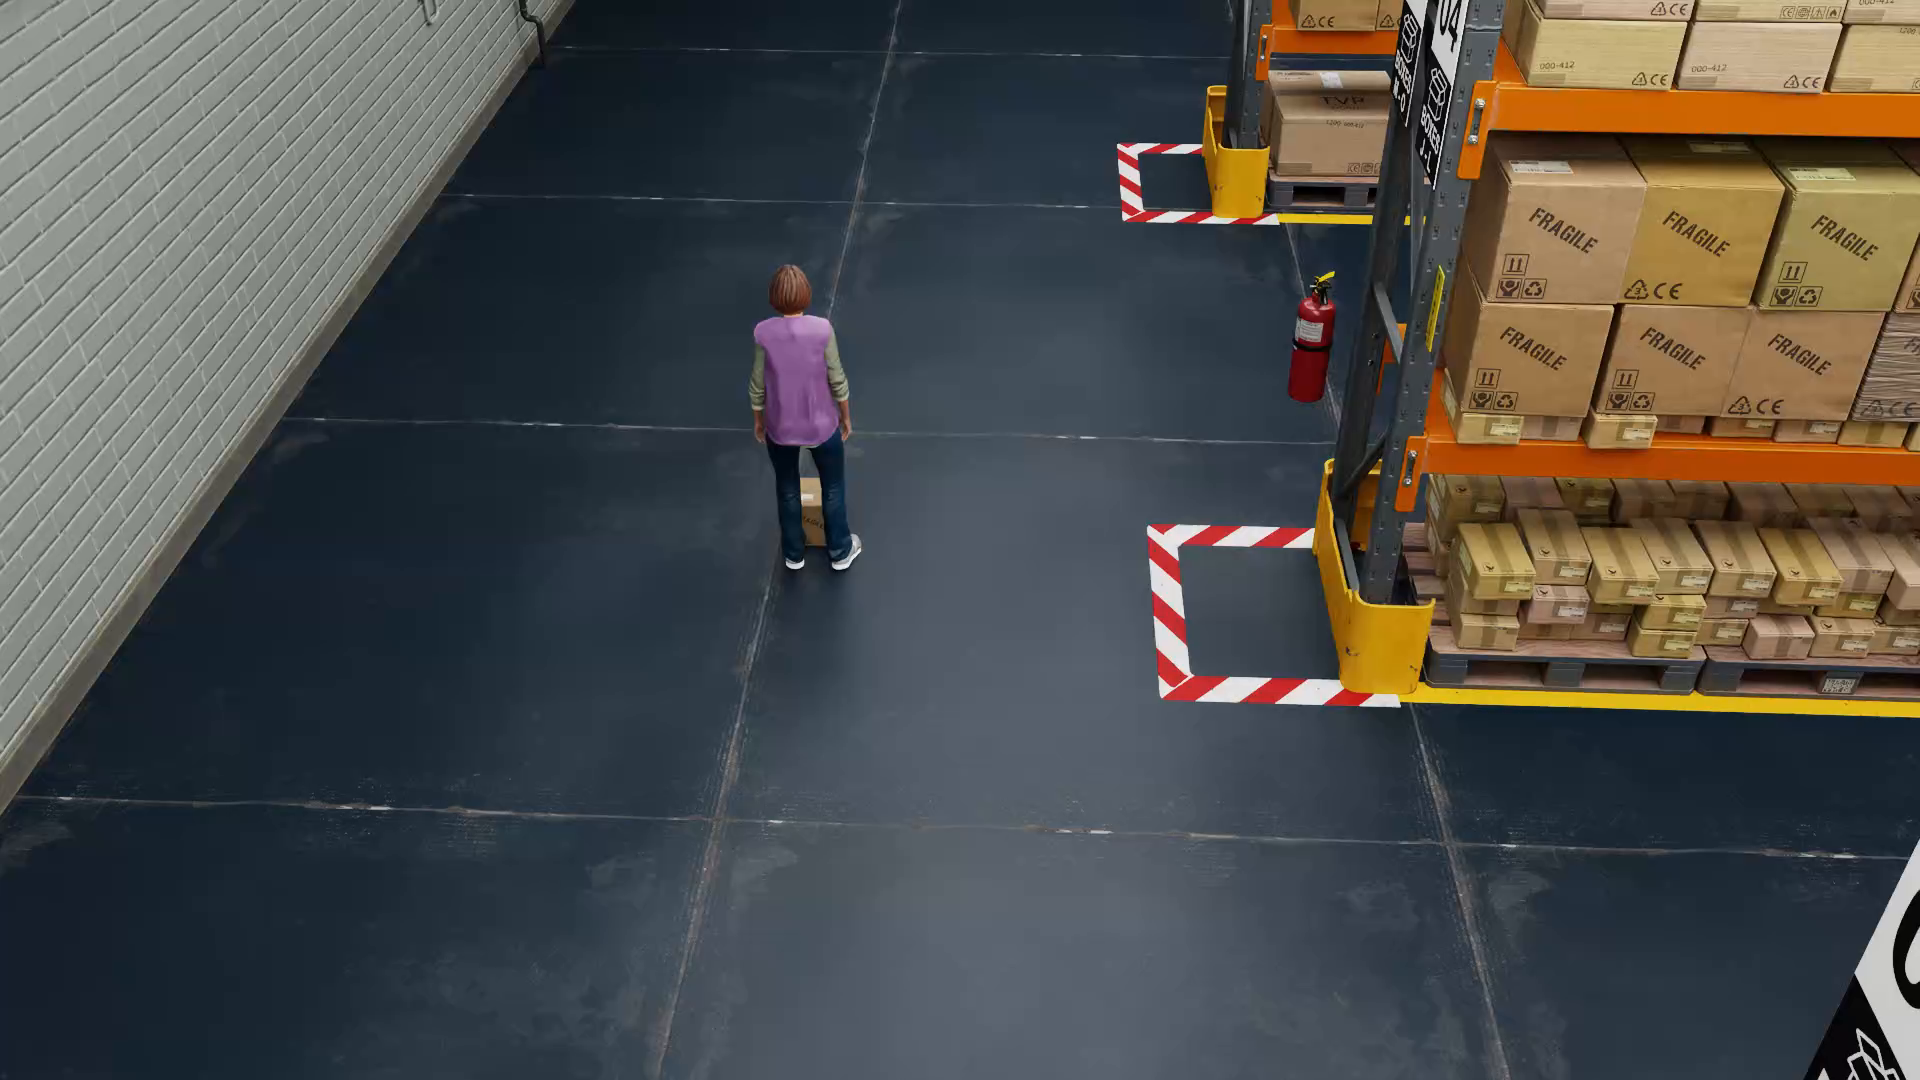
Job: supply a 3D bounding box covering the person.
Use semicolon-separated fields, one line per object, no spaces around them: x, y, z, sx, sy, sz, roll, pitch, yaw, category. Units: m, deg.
-0.741;-0.542;7.863;0.485;1.593;0.345;-1;36;-1;person
